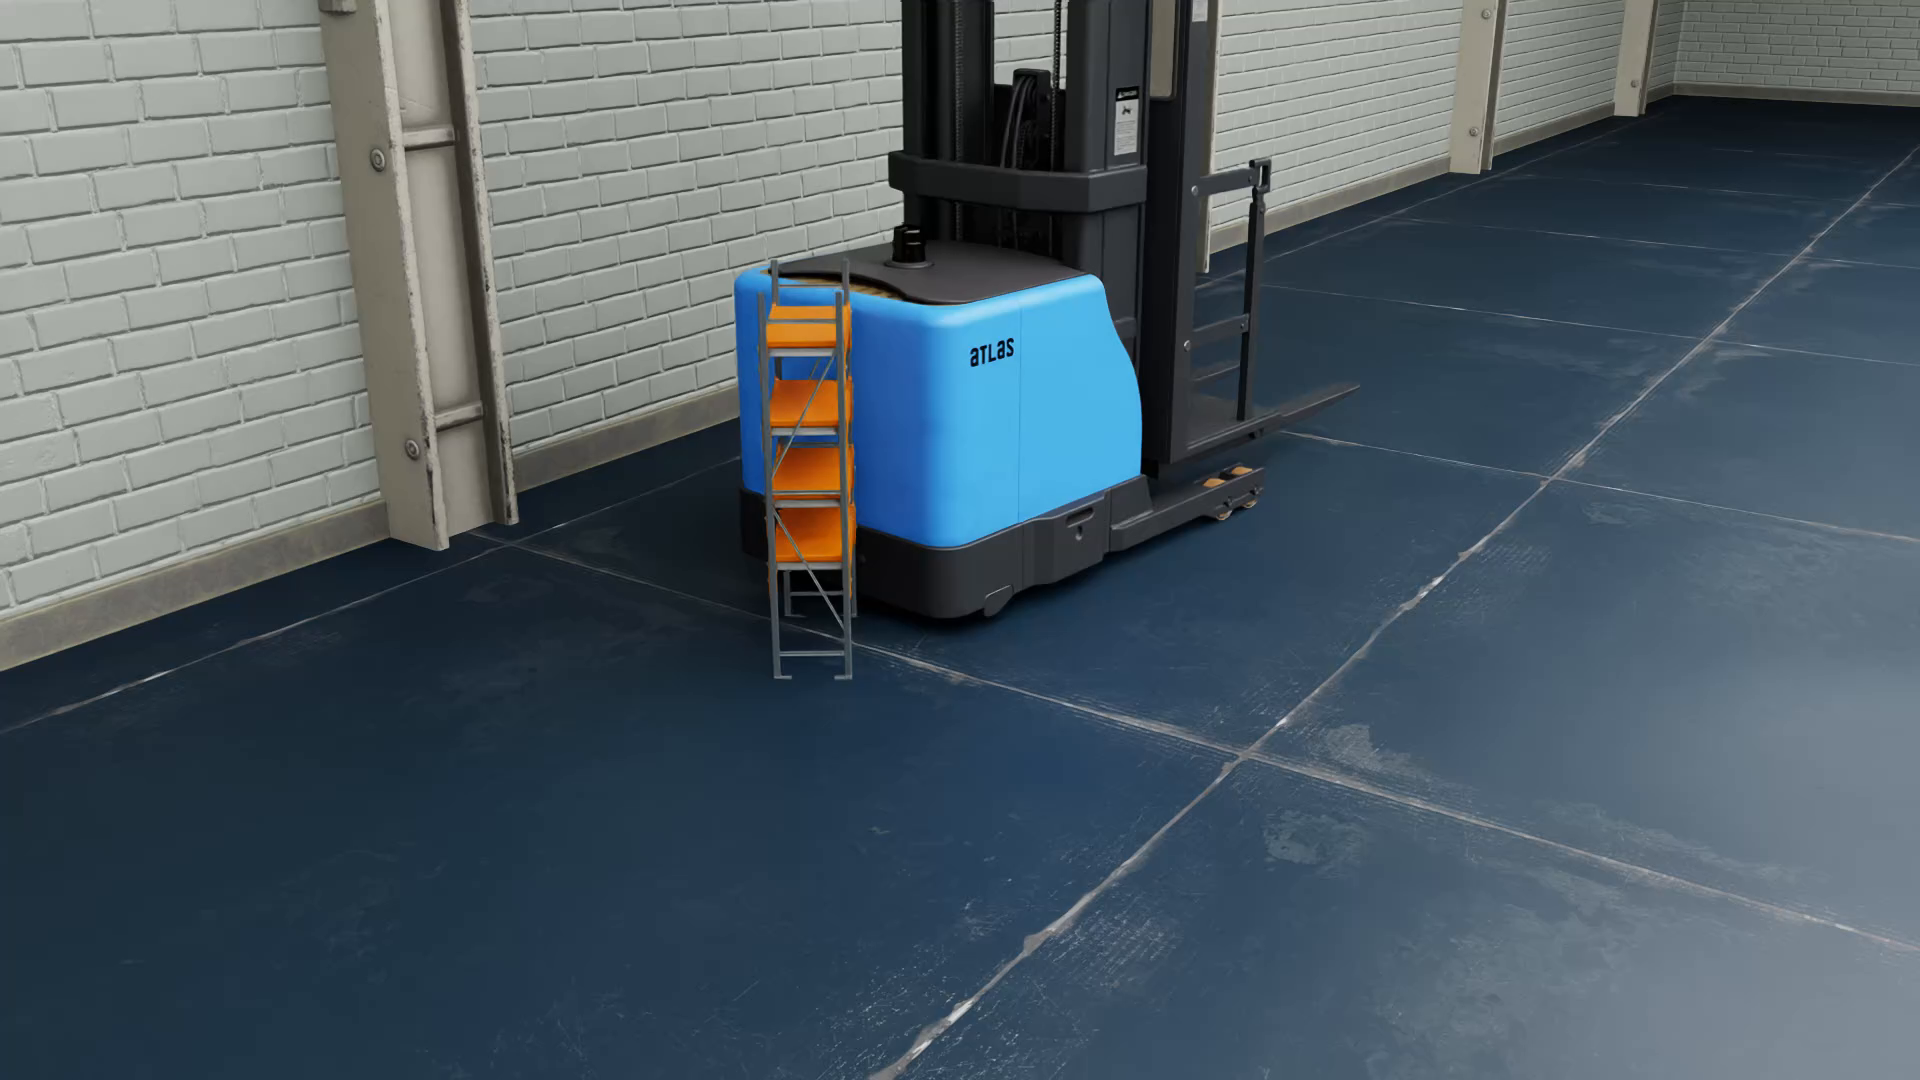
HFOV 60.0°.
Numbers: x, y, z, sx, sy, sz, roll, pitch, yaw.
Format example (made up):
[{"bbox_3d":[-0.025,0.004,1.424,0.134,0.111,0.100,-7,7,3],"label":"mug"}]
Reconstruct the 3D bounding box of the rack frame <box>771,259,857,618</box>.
[{"bbox_3d":[-0.466,-0.307,5.366,0.240,1.200,0.015,-1,20,-2],"label":"rack frame"}]

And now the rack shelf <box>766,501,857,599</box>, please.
[{"bbox_3d":[-0.459,0.027,5.229,0.258,0.148,0.480,-1,20,-2],"label":"rack shelf"}]

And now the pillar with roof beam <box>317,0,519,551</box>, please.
[{"bbox_3d":[1.614,-3.426,2.556,9.100,9.000,0.400,13,24,32],"label":"pillar with roof beam"}]

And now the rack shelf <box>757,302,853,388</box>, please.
[{"bbox_3d":[-0.459,-0.591,5.000,0.258,0.148,0.480,-1,20,-2],"label":"rack shelf"}]

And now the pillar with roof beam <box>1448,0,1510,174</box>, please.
[{"bbox_3d":[8.360,-6.869,11.864,9.100,9.000,0.400,13,24,32],"label":"pillar with roof beam"}]

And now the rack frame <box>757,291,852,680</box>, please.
[{"bbox_3d":[-0.452,-0.138,4.908,0.240,1.200,0.015,-1,20,-2],"label":"rack frame"}]

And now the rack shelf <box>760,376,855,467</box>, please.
[{"bbox_3d":[-0.459,-0.369,5.083,0.258,0.148,0.480,-1,20,-2],"label":"rack shelf"}]

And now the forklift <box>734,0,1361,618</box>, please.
[{"bbox_3d":[0.567,-1.552,6.236,1.130,2.935,3.031,17,26,38],"label":"forklift"}]

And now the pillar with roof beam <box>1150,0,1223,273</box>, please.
[{"bbox_3d":[4.987,-5.148,7.210,9.100,9.000,0.400,13,24,32],"label":"pillar with roof beam"}]

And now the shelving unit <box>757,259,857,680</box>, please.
[{"bbox_3d":[-0.459,-0.222,5.137,0.258,1.200,0.503,-1,20,-2],"label":"shelving unit"}]

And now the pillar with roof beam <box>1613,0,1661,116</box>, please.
[{"bbox_3d":[11.733,-8.591,16.518,9.100,9.000,0.400,13,24,32],"label":"pillar with roof beam"}]

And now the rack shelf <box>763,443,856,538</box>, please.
[{"bbox_3d":[-0.459,-0.159,5.160,0.258,0.148,0.480,-1,20,-2],"label":"rack shelf"}]
